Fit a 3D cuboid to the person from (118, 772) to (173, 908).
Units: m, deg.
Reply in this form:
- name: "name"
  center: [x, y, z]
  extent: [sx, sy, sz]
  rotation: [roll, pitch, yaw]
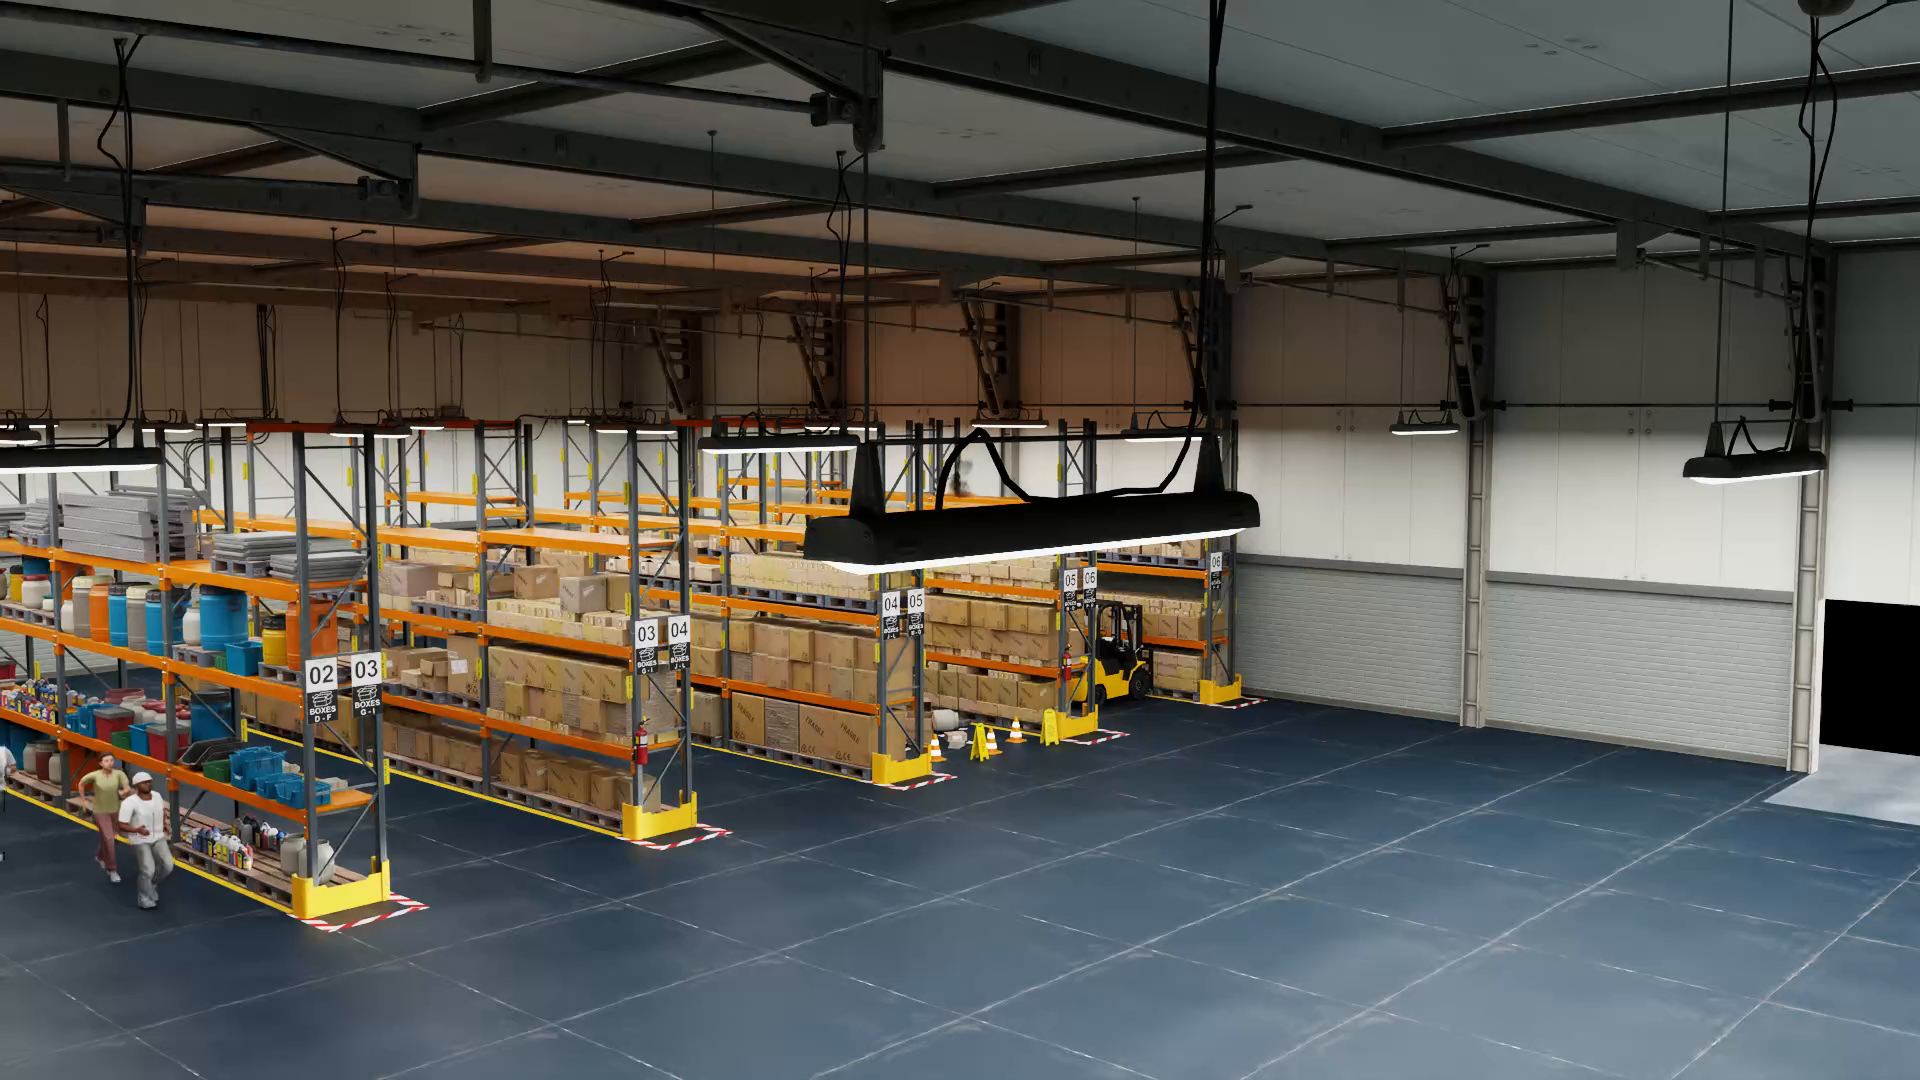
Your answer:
- name: "person"
  center: [-10.140, 3.757, 20.829]
  extent: [0.582, 1.721, 0.688]
  rotation: [3, 5, 30]

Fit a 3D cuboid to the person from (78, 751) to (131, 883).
- name: "person"
  center: [-11.419, 3.666, 22.249]
  extent: [0.843, 1.715, 0.547]
  rotation: [4, 6, 39]

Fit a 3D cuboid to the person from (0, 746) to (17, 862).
- name: "person"
  center: [-13.556, 3.536, 23.230]
  extent: [0.882, 1.842, 0.661]
  rotation: [3, 6, 33]
